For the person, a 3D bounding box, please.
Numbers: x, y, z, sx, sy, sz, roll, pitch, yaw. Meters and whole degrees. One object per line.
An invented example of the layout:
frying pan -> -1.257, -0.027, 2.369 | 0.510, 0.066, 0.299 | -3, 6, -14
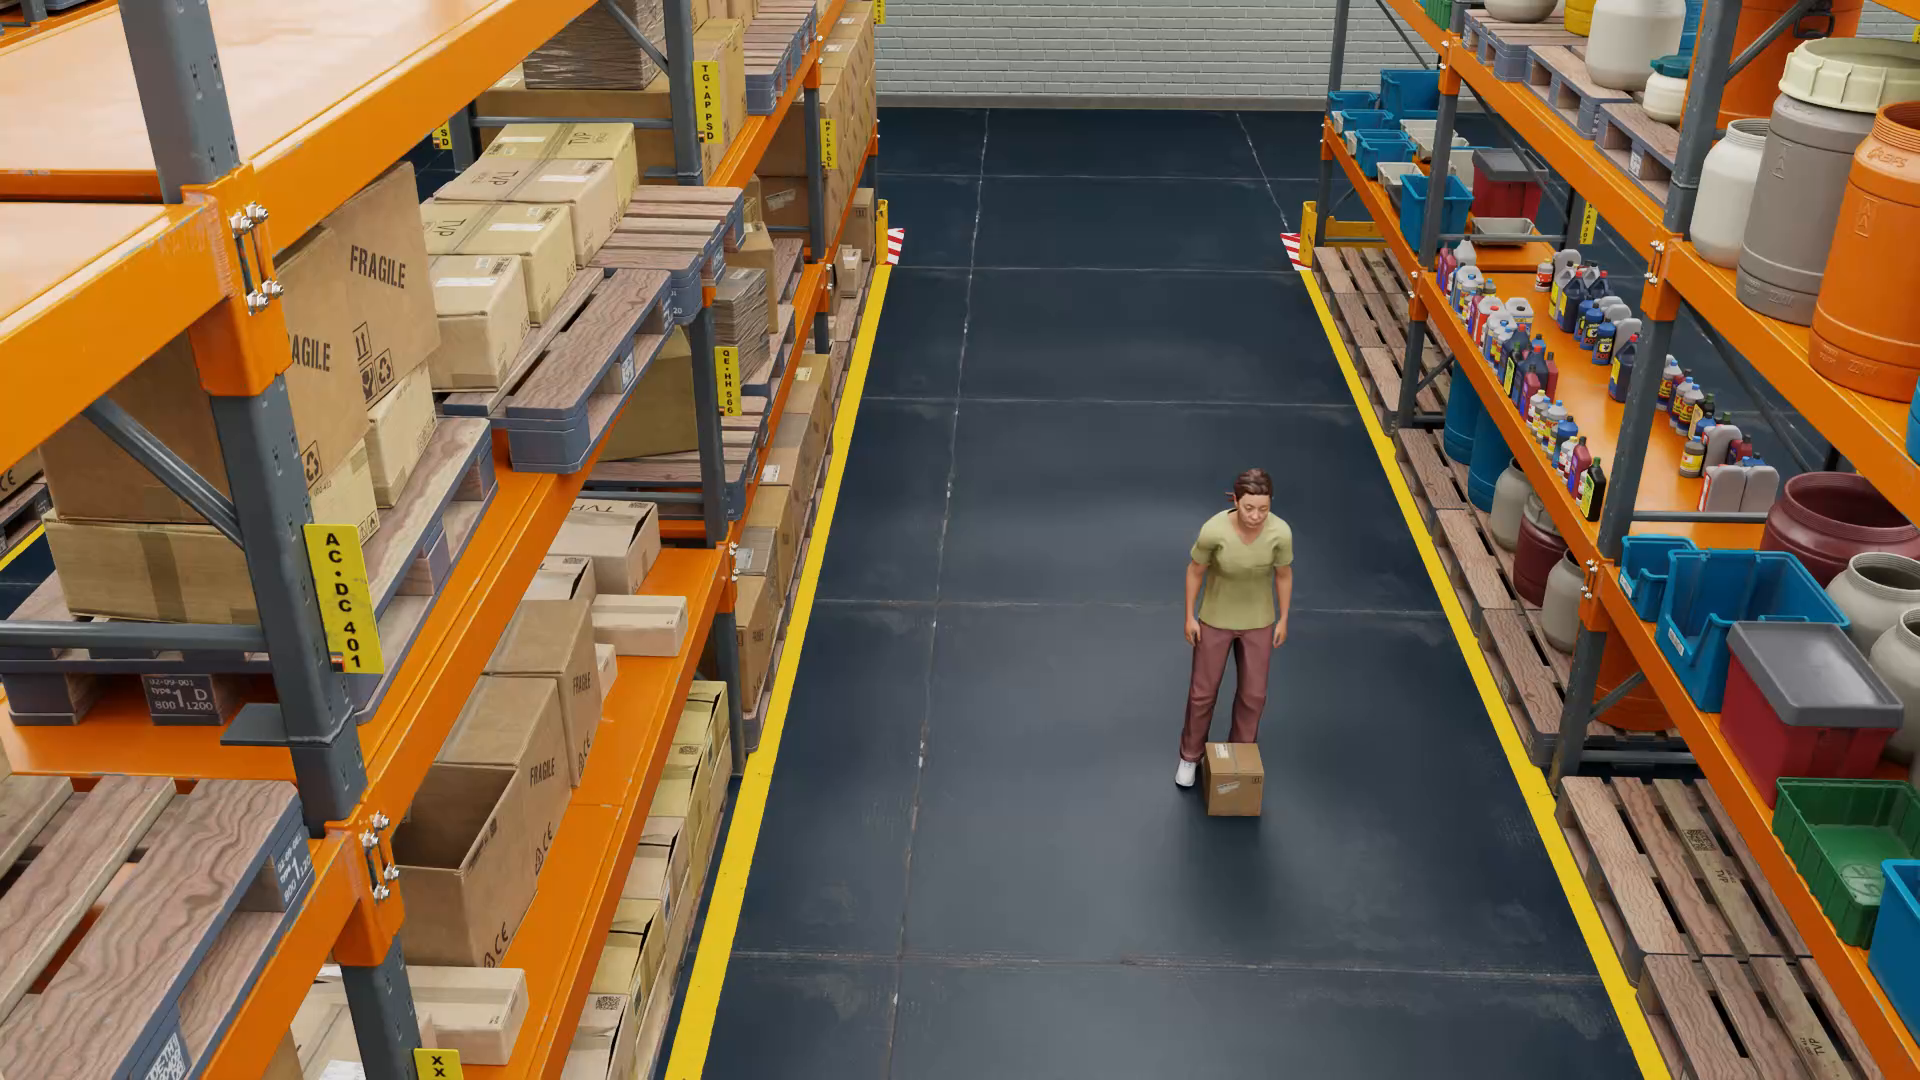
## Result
person -> 1.307, 0.439, 7.855 | 0.499, 1.620, 0.404 | 1, 28, 2
